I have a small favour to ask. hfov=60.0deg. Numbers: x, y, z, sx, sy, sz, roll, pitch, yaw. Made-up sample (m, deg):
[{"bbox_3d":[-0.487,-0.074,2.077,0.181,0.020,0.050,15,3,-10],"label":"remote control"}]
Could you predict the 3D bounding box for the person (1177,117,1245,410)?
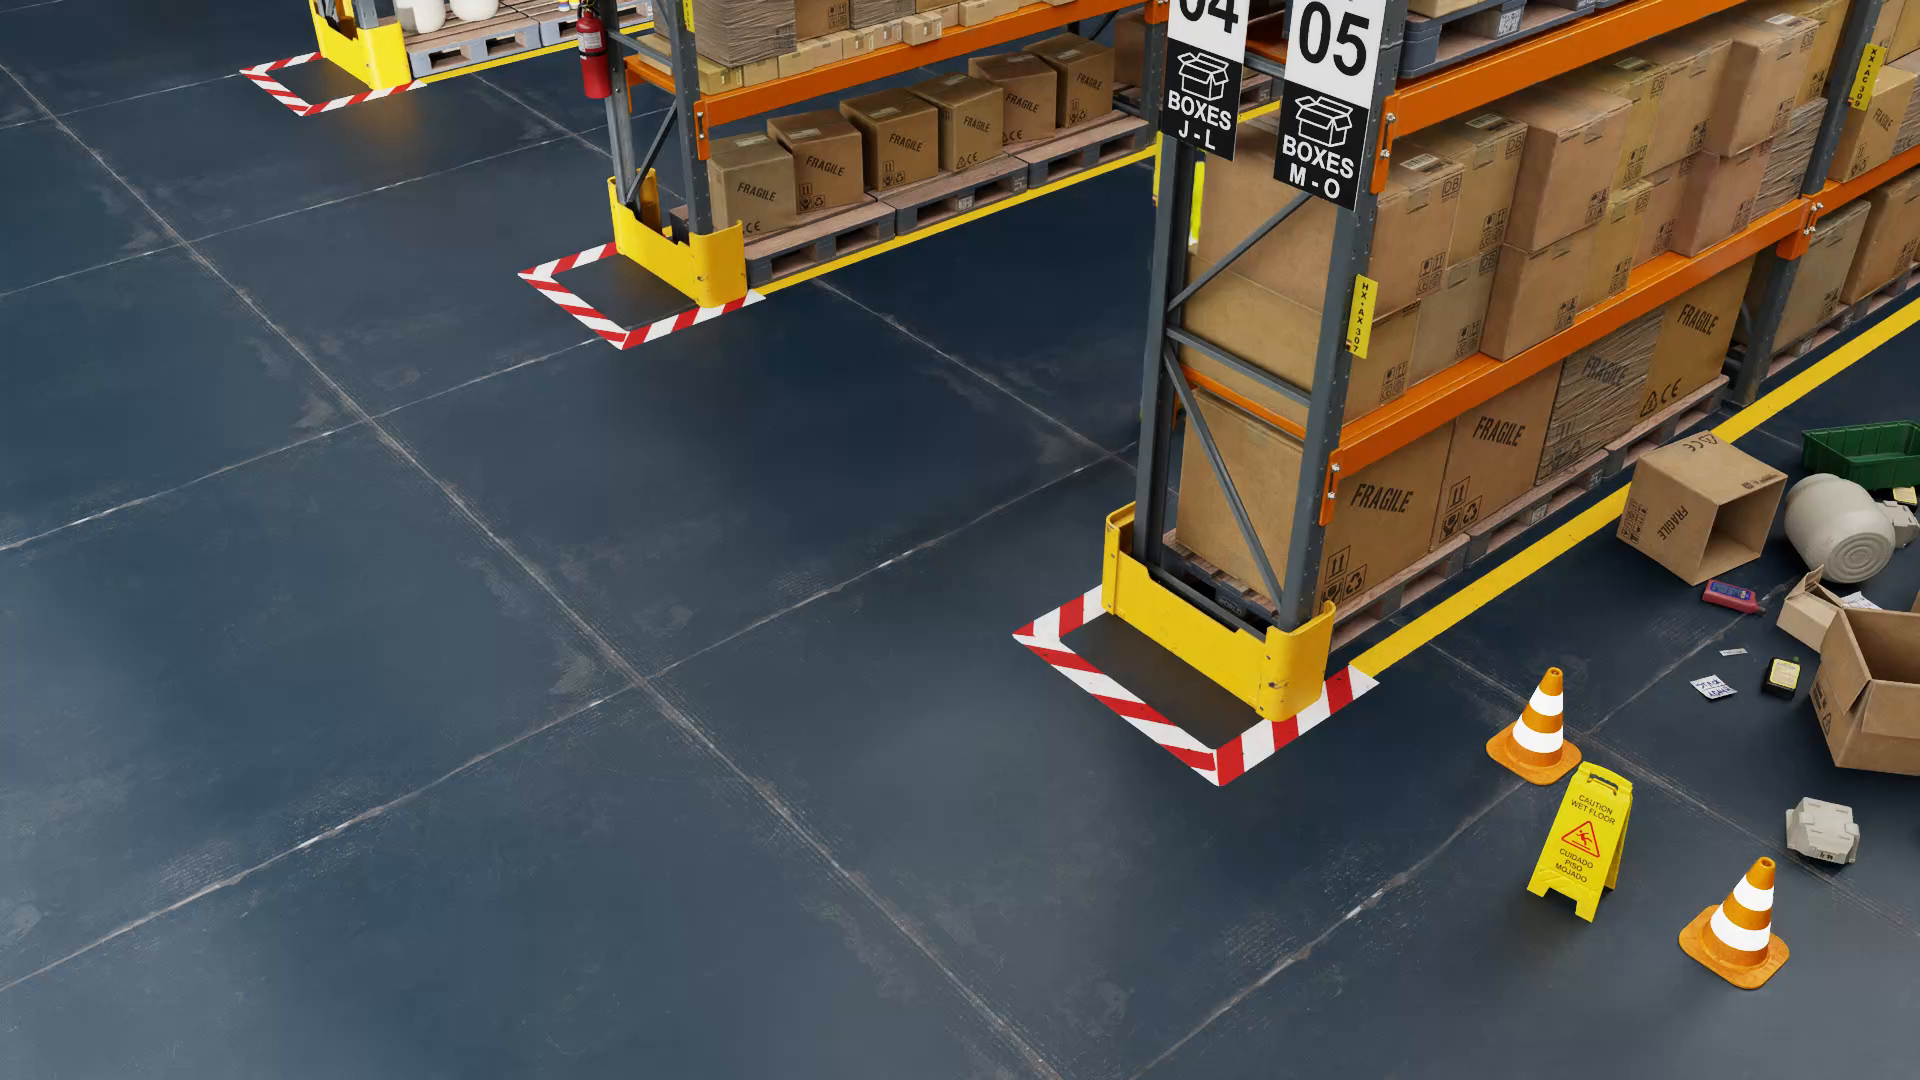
[{"bbox_3d":[1.491,-1.548,9.202,1.046,1.712,0.583,-25,42,-30],"label":"person"}]
